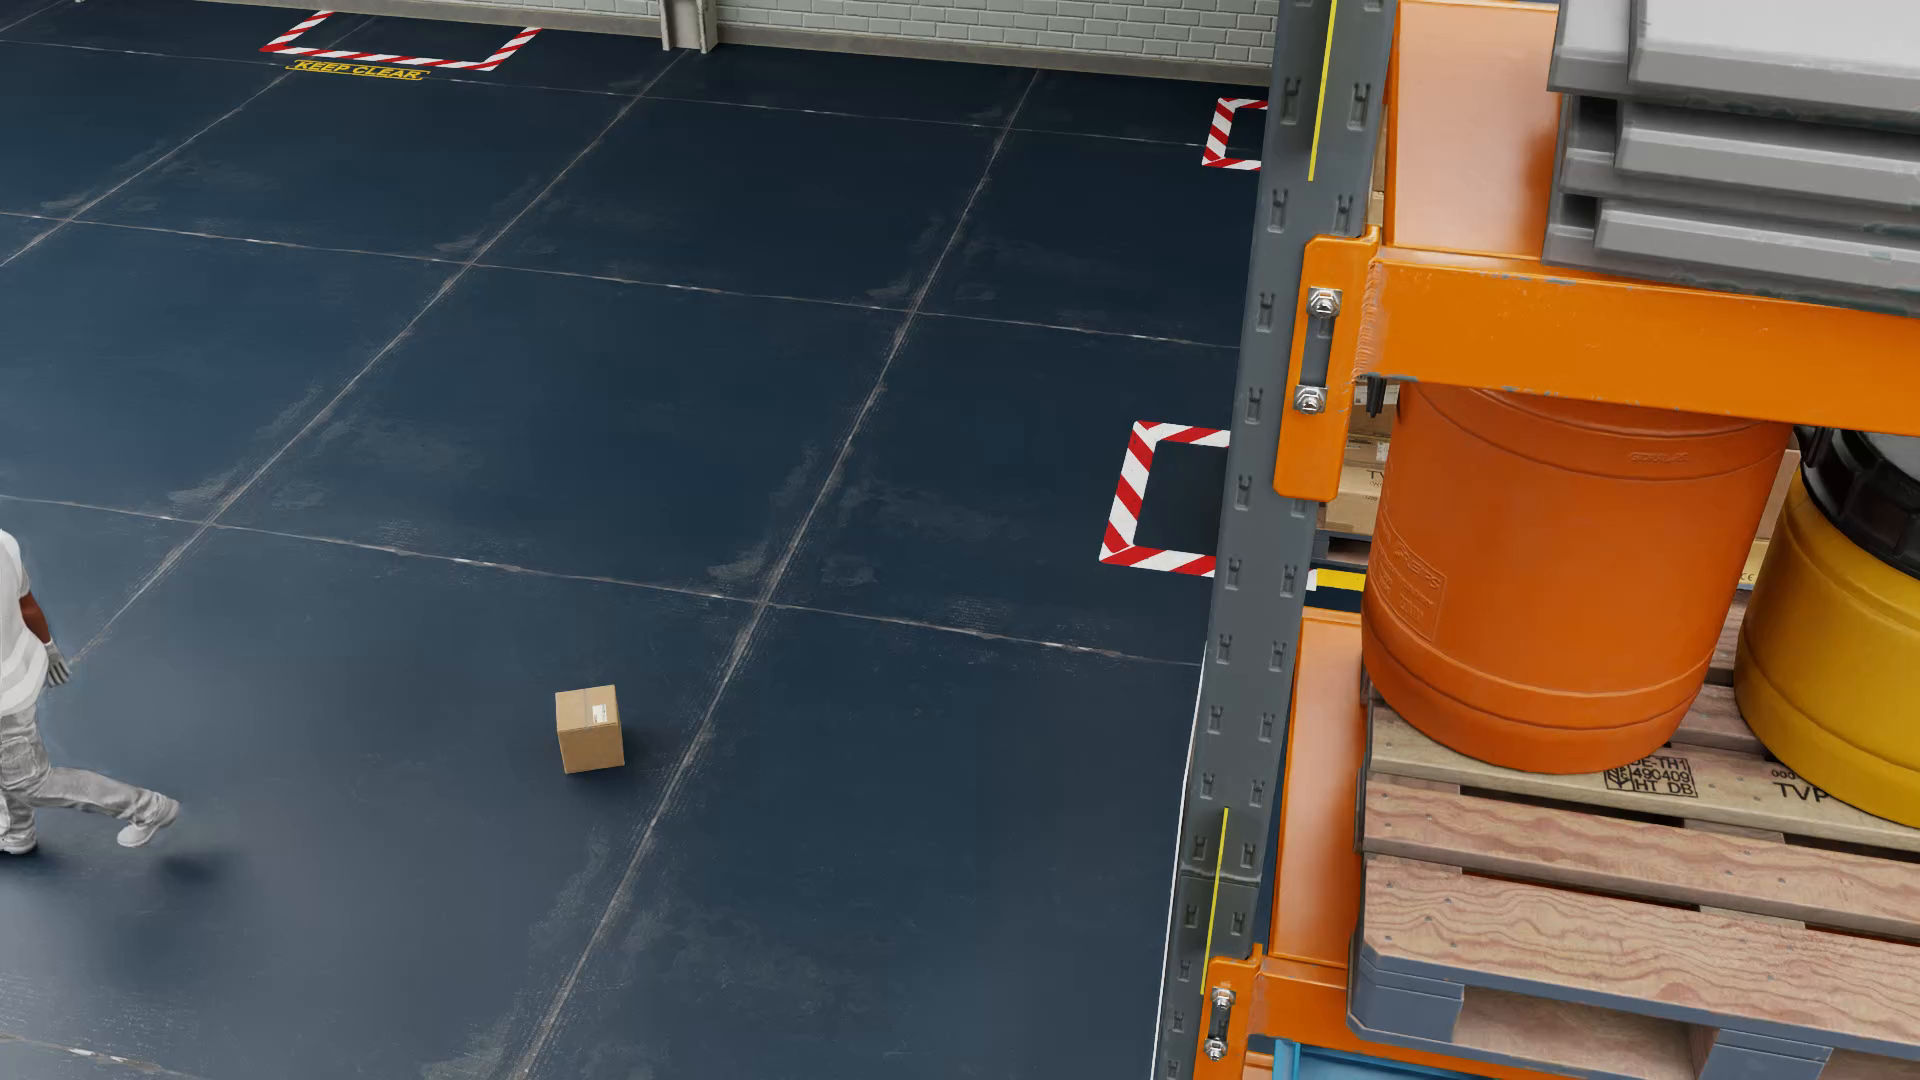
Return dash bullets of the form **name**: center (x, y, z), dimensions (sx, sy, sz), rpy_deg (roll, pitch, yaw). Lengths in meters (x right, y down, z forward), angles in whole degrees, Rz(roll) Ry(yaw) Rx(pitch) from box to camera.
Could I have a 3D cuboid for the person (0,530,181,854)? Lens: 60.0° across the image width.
- **person**: center (-3.564, 0.553, 6.190), dimensions (0.942, 1.755, 0.585), rpy_deg (-6, 37, -8)
